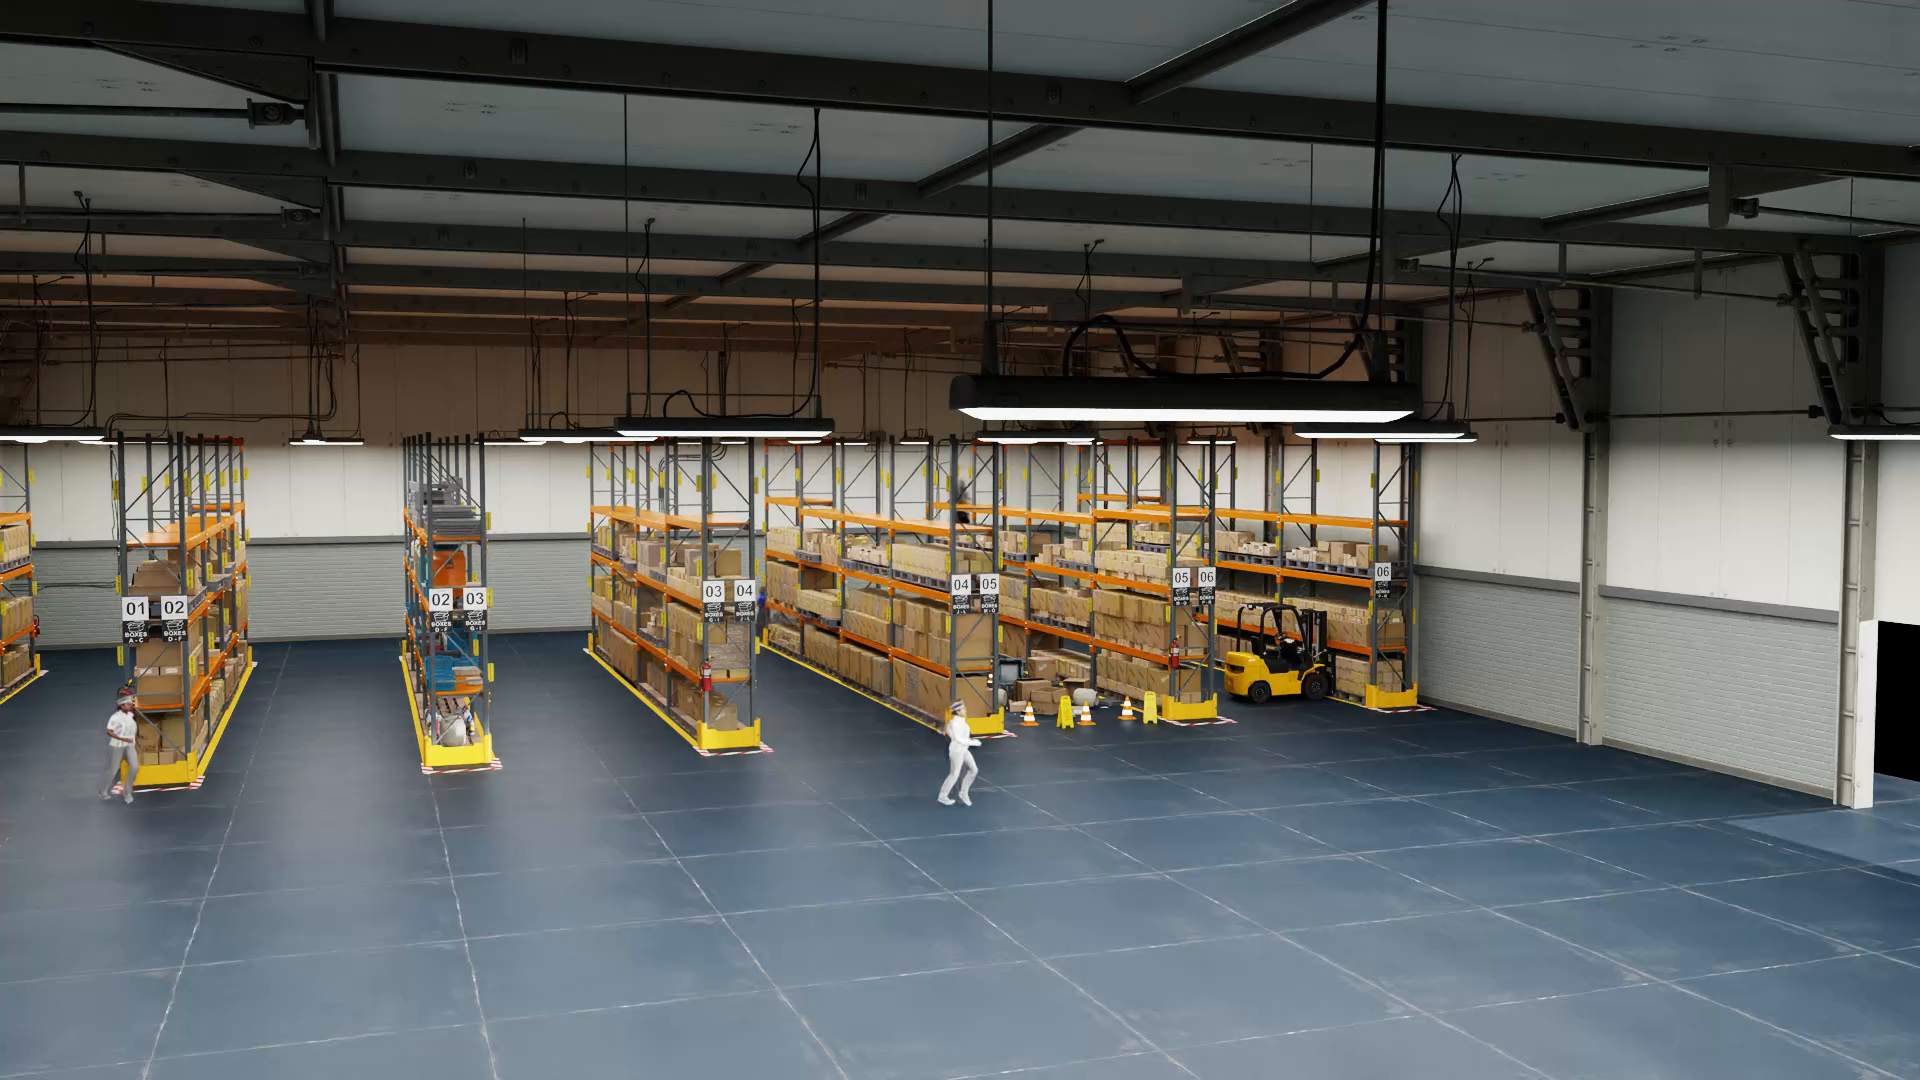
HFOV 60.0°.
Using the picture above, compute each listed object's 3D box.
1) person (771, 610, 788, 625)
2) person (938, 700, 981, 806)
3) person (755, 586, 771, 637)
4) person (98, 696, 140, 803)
[{"bbox_3d":[-5.262,2.111,49.661,0.673,1.809,0.693,-1,3,-25],"label":"person"},{"bbox_3d":[0.005,3.408,26.560,0.706,1.722,0.618,1,3,12],"label":"person"},{"bbox_3d":[-5.843,2.183,49.564,0.780,1.663,0.664,-1,3,-14],"label":"person"},{"bbox_3d":[-13.613,3.394,27.060,0.647,1.723,0.641,1,3,24],"label":"person"}]
